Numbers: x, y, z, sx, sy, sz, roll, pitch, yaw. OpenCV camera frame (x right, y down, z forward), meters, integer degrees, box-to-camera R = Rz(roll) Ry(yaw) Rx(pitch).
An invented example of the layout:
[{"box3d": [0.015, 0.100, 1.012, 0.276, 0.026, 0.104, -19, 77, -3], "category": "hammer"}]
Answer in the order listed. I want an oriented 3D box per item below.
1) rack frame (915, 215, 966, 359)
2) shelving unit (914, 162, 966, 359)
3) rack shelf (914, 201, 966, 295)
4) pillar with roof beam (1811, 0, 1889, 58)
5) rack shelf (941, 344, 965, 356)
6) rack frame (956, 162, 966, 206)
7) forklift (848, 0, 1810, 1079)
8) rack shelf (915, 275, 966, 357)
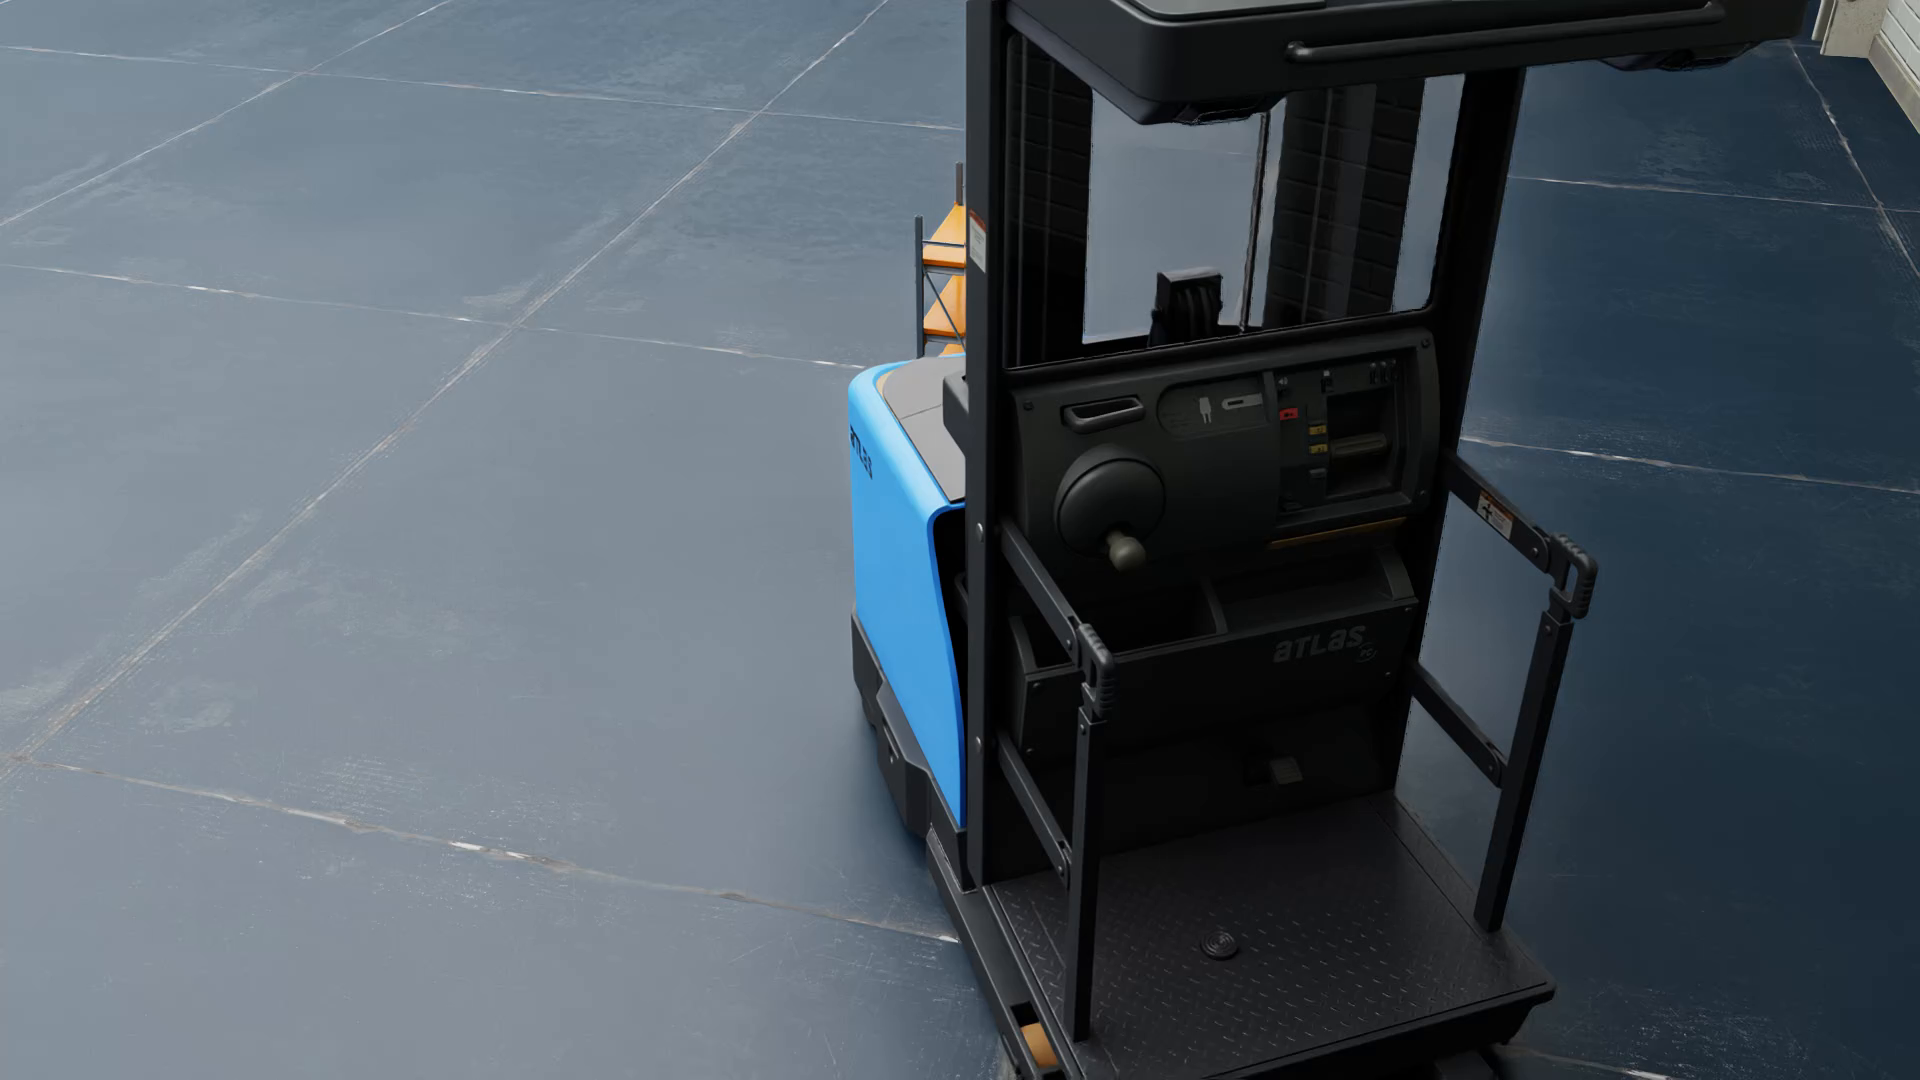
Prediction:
[{"box3d": [-0.020, -0.466, 5.364, 0.240, 1.200, 0.015, 8, 33, 12], "category": "rack frame"}, {"box3d": [0.042, -0.592, 5.563, 0.258, 1.200, 0.503, 8, 33, 12], "category": "shelving unit"}, {"box3d": [0.042, -0.924, 5.352, 0.258, 0.148, 0.480, 8, 33, 12], "category": "rack shelf"}, {"box3d": [1.542, -7.567, 9.265, 9.100, 9.000, 0.400, 8, 33, 12], "category": "pillar with roof beam"}, {"box3d": [0.042, -0.535, 5.599, 0.258, 0.148, 0.480, 8, 33, 12], "category": "rack shelf"}, {"box3d": [0.104, -0.719, 5.762, 0.240, 1.200, 0.015, 8, 33, 12], "category": "rack frame"}, {"box3d": [0.627, -0.126, 3.216, 1.130, 2.935, 3.031, -10, 34, -15], "category": "forklift"}, {"box3d": [0.042, -0.724, 5.479, 0.258, 0.148, 0.480, 8, 33, 12], "category": "rack shelf"}]
